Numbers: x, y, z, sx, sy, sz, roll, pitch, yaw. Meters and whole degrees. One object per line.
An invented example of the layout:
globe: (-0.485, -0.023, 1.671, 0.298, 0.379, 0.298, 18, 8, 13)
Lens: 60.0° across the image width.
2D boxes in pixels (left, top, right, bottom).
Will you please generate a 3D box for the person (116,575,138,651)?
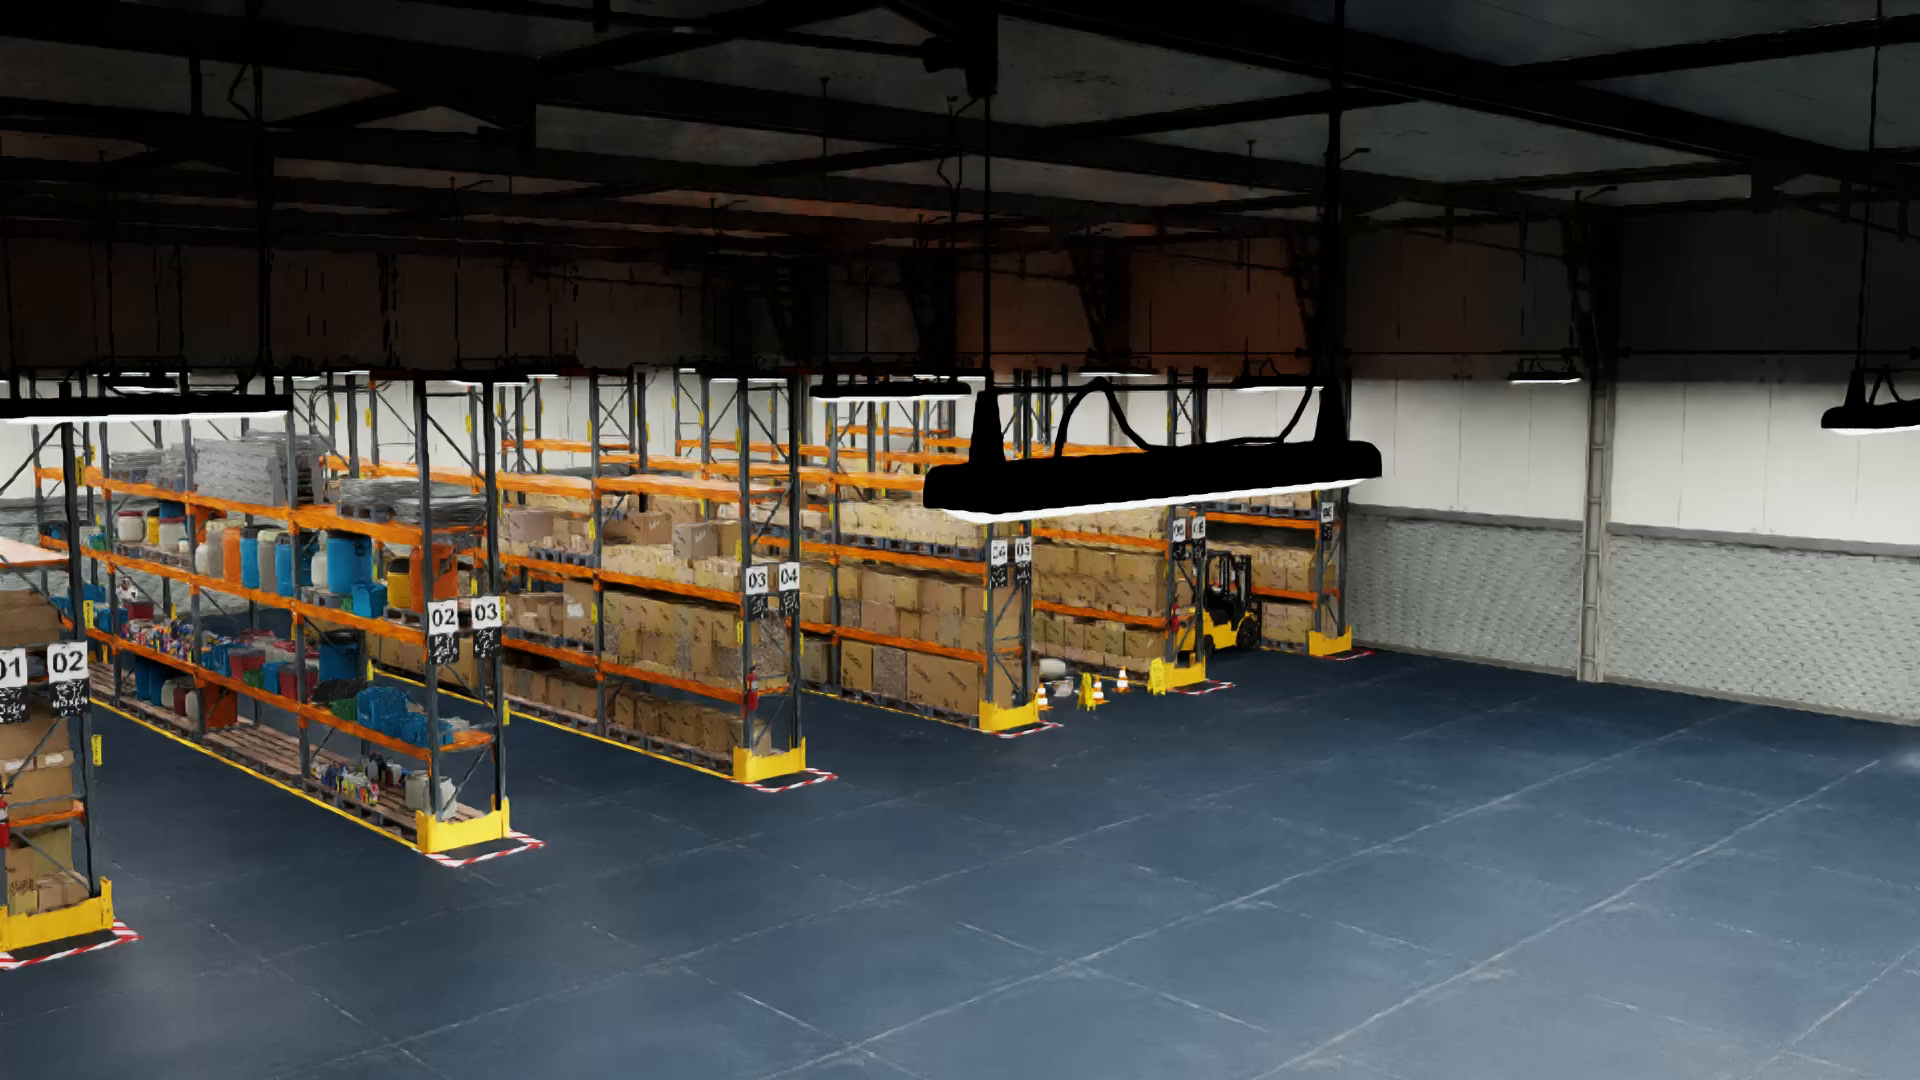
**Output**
person: (-17.477, 1.554, 34.850, 0.542, 1.671, 1.126, -6, 9, -42)
